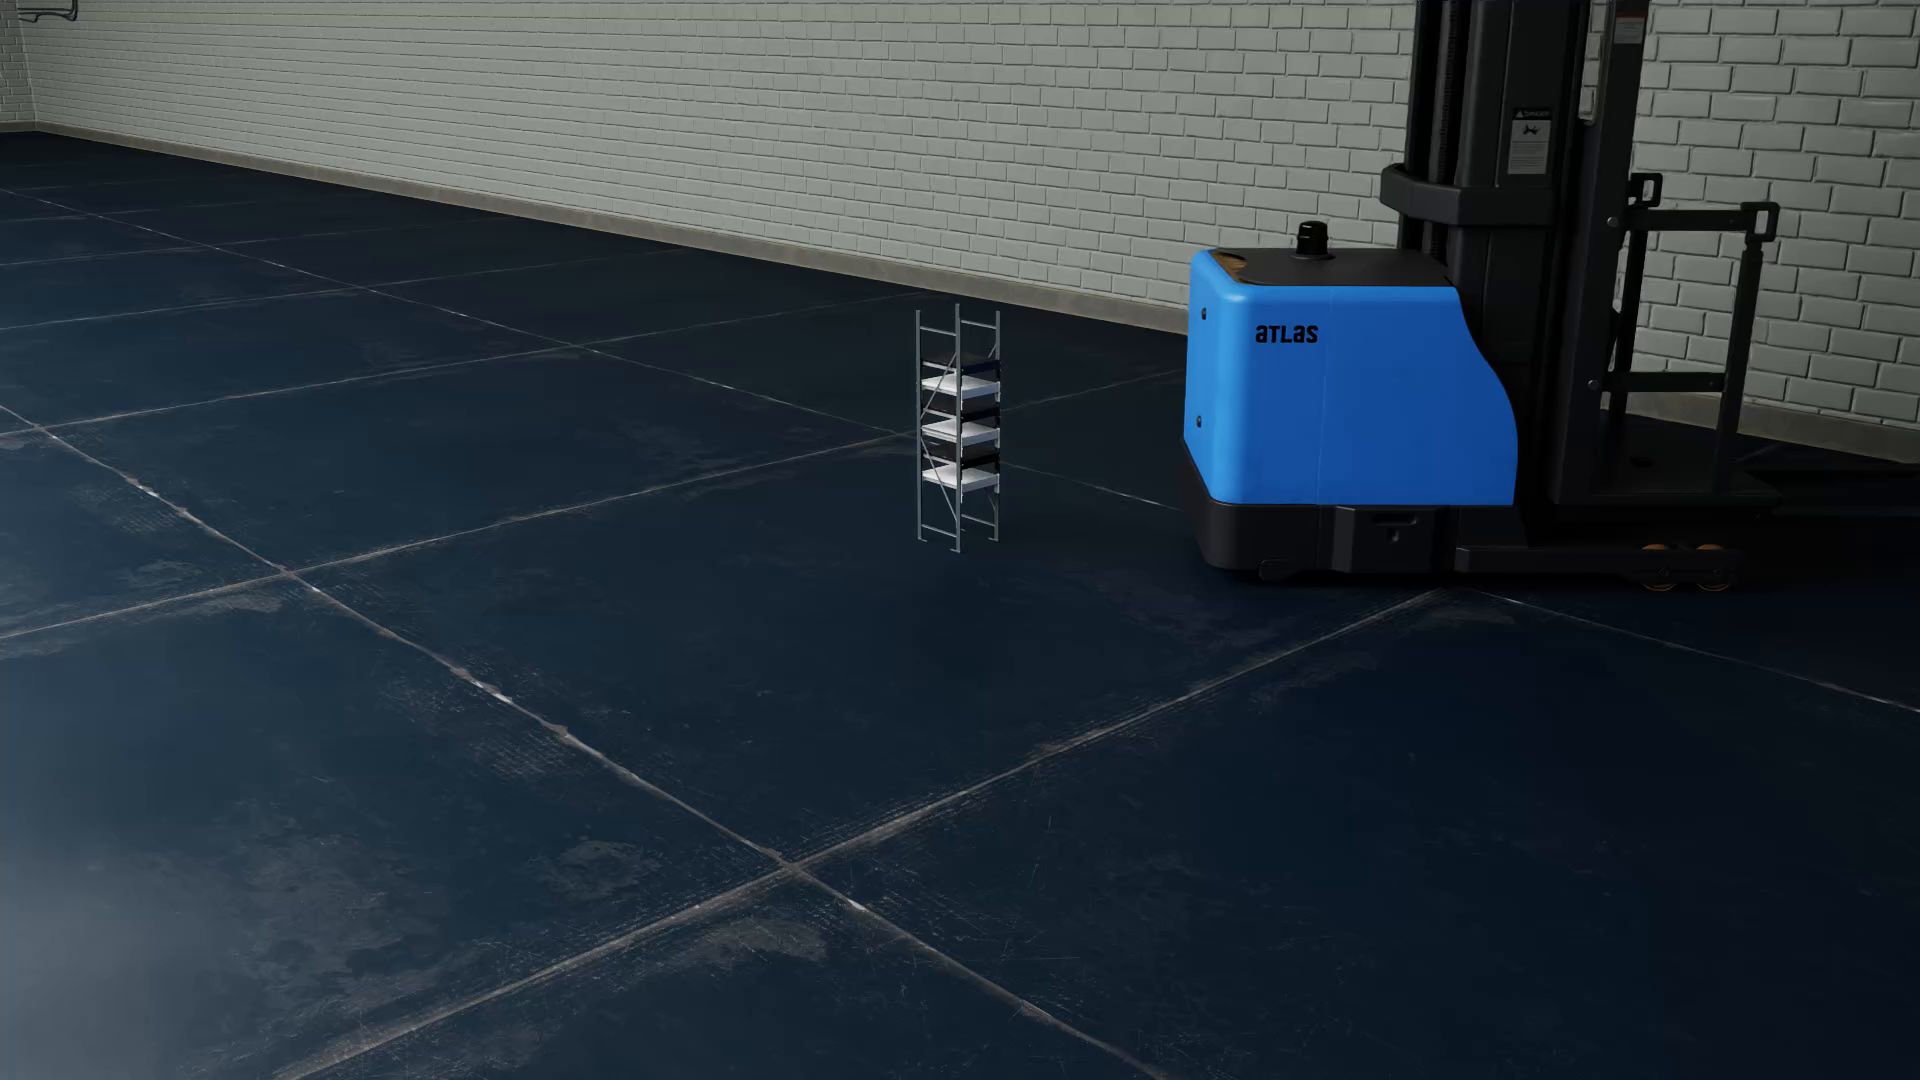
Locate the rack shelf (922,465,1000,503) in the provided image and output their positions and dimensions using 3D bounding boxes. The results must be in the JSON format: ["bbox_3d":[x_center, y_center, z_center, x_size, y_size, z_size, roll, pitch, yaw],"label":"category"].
[{"bbox_3d":[-0.006,-0.223,6.406,0.200,0.077,0.258,-16,24,-41],"label":"rack shelf"}]

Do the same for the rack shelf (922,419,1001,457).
[{"bbox_3d":[-0.006,-0.395,6.351,0.200,0.077,0.258,-16,24,-41],"label":"rack shelf"}]

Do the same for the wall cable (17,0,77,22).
[{"bbox_3d":[-13.951,-9.095,24.981,0.112,2.526,3.097,-16,24,-41],"label":"wall cable"}]

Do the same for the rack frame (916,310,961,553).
[{"bbox_3d":[-0.080,-0.405,6.274,0.006,0.900,0.240,-16,24,-41],"label":"rack frame"}]

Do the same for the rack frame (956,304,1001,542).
[{"bbox_3d":[0.068,-0.448,6.407,0.006,0.900,0.240,-16,24,-41],"label":"rack frame"}]

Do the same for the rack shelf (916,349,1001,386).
[{"bbox_3d":[-0.006,-0.651,6.268,0.200,0.077,0.258,-16,24,-41],"label":"rack shelf"}]

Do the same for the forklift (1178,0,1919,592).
[{"bbox_3d":[2.405,-1.376,5.976,3.031,2.935,1.130,0,18,1],"label":"forklift"}]

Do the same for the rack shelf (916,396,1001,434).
[{"bbox_3d":[-0.006,-0.480,6.323,0.200,0.077,0.258,-16,24,-41],"label":"rack shelf"}]

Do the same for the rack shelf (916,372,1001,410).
[{"bbox_3d":[-0.006,-0.566,6.295,0.200,0.077,0.258,-16,24,-41],"label":"rack shelf"}]

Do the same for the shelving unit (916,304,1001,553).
[{"bbox_3d":[-0.006,-0.426,6.341,0.210,0.900,0.258,-16,24,-41],"label":"shelving unit"}]

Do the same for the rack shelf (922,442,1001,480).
[{"bbox_3d":[-0.006,-0.309,6.379,0.200,0.077,0.258,-16,24,-41],"label":"rack shelf"}]
